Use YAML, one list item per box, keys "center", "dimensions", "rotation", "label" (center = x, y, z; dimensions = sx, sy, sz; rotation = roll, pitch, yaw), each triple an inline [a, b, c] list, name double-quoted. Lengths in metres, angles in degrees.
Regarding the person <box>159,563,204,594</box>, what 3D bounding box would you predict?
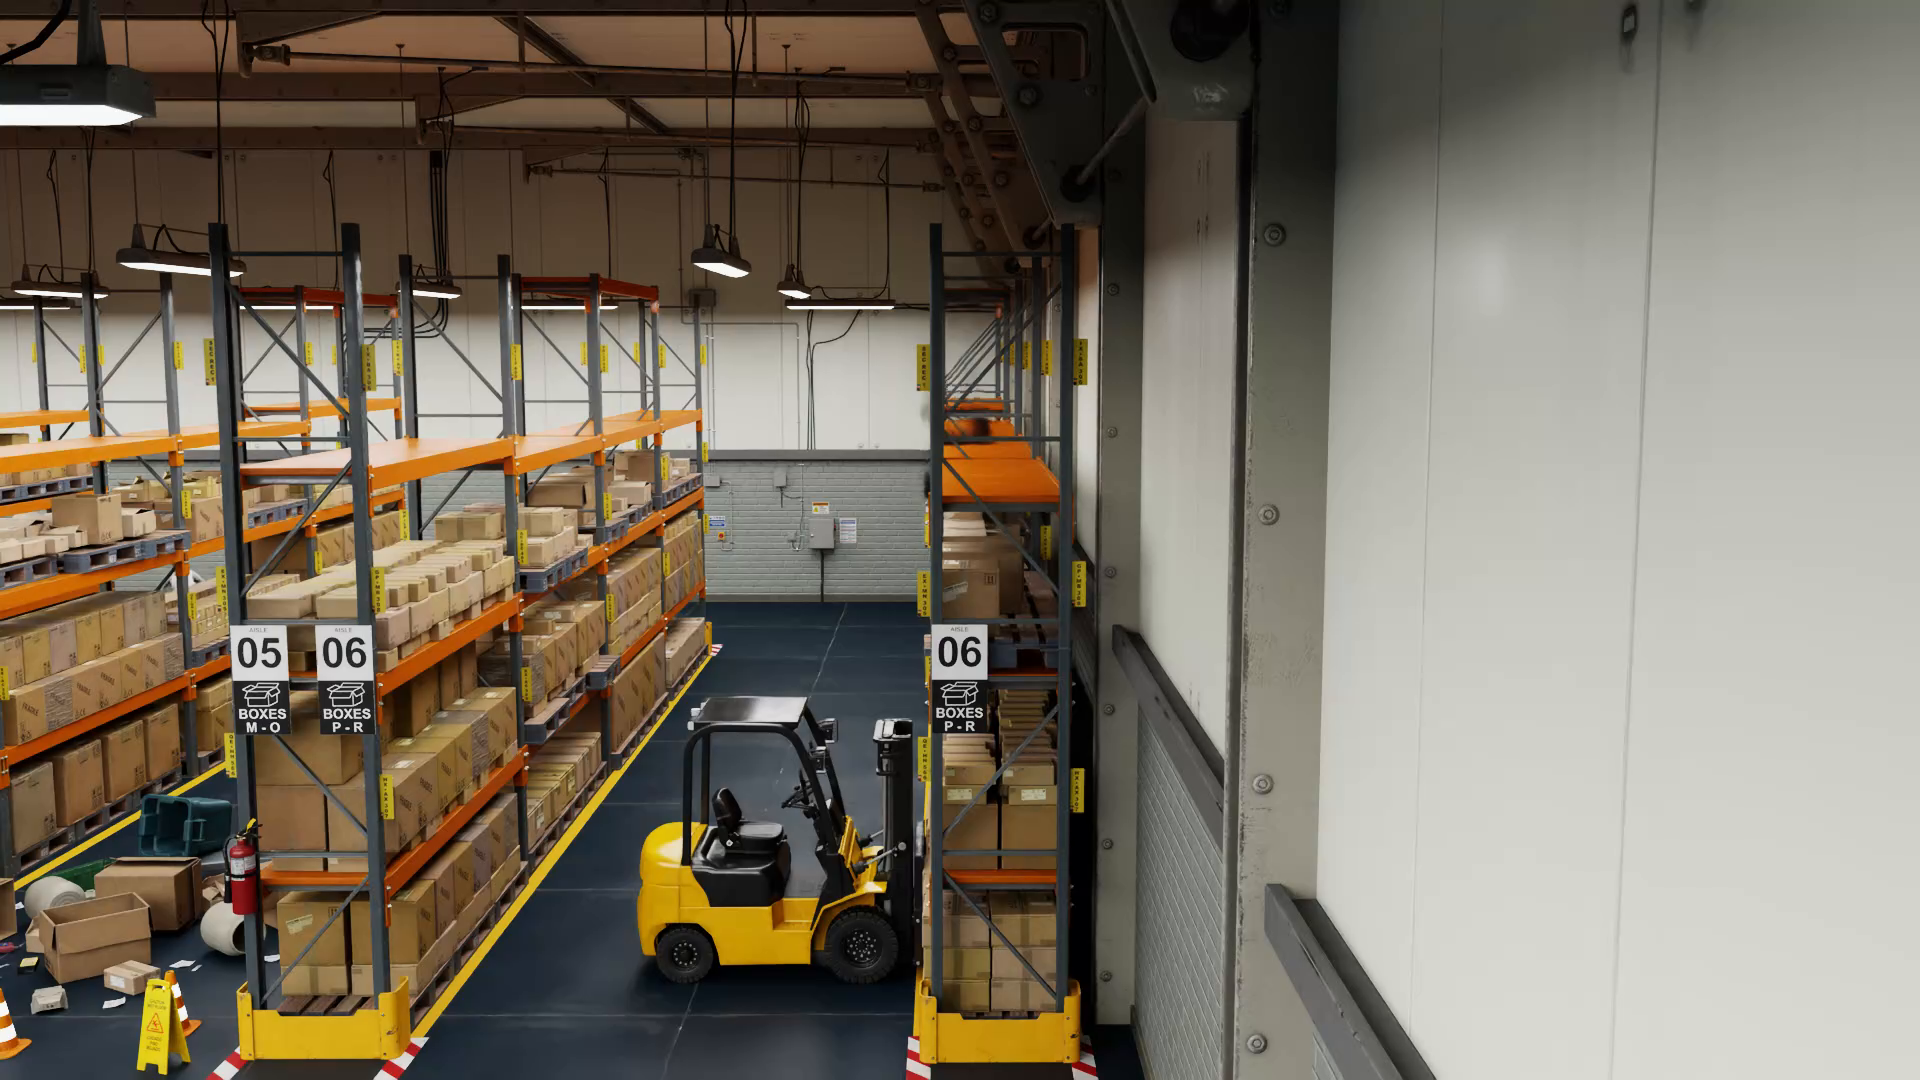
- center: [-12.994, 1.082, 27.916]
  dimensions: [0.780, 1.678, 0.588]
  rotation: [-4, 8, -33]
  label: "person"
